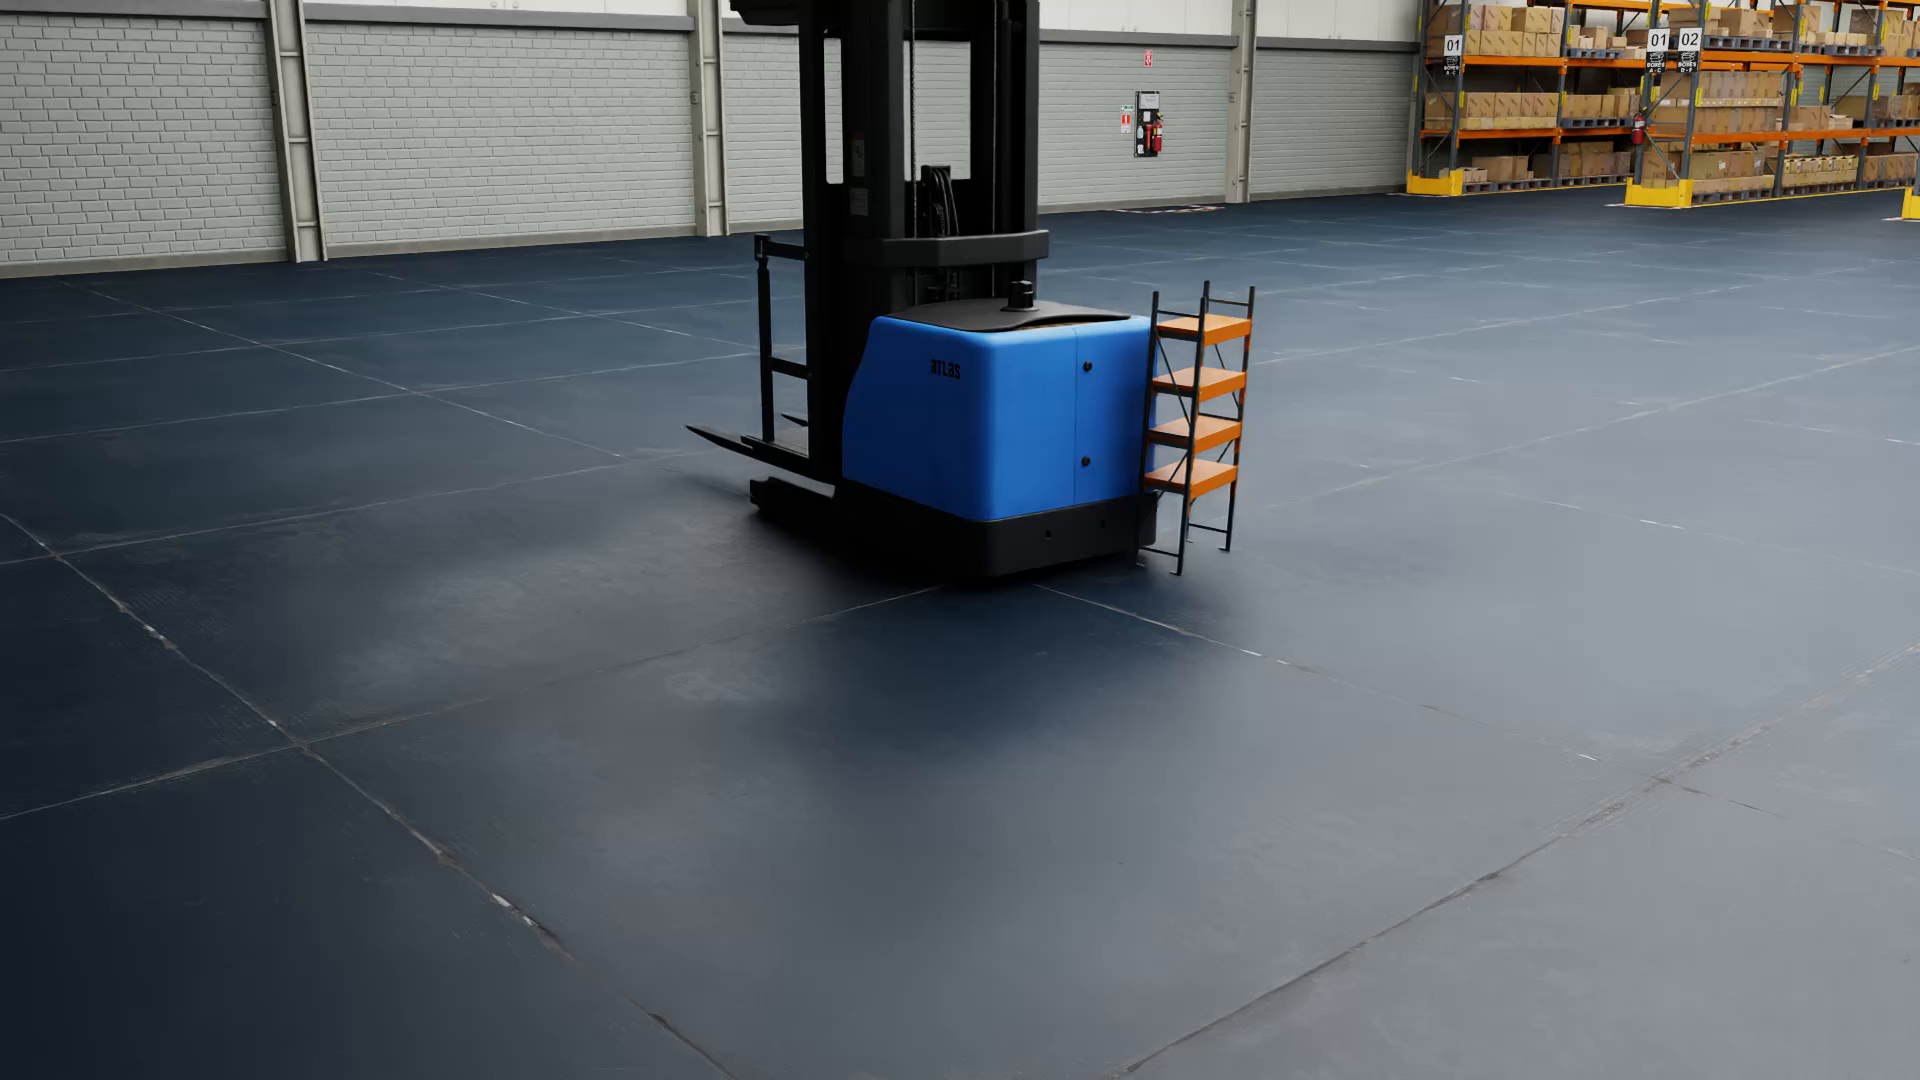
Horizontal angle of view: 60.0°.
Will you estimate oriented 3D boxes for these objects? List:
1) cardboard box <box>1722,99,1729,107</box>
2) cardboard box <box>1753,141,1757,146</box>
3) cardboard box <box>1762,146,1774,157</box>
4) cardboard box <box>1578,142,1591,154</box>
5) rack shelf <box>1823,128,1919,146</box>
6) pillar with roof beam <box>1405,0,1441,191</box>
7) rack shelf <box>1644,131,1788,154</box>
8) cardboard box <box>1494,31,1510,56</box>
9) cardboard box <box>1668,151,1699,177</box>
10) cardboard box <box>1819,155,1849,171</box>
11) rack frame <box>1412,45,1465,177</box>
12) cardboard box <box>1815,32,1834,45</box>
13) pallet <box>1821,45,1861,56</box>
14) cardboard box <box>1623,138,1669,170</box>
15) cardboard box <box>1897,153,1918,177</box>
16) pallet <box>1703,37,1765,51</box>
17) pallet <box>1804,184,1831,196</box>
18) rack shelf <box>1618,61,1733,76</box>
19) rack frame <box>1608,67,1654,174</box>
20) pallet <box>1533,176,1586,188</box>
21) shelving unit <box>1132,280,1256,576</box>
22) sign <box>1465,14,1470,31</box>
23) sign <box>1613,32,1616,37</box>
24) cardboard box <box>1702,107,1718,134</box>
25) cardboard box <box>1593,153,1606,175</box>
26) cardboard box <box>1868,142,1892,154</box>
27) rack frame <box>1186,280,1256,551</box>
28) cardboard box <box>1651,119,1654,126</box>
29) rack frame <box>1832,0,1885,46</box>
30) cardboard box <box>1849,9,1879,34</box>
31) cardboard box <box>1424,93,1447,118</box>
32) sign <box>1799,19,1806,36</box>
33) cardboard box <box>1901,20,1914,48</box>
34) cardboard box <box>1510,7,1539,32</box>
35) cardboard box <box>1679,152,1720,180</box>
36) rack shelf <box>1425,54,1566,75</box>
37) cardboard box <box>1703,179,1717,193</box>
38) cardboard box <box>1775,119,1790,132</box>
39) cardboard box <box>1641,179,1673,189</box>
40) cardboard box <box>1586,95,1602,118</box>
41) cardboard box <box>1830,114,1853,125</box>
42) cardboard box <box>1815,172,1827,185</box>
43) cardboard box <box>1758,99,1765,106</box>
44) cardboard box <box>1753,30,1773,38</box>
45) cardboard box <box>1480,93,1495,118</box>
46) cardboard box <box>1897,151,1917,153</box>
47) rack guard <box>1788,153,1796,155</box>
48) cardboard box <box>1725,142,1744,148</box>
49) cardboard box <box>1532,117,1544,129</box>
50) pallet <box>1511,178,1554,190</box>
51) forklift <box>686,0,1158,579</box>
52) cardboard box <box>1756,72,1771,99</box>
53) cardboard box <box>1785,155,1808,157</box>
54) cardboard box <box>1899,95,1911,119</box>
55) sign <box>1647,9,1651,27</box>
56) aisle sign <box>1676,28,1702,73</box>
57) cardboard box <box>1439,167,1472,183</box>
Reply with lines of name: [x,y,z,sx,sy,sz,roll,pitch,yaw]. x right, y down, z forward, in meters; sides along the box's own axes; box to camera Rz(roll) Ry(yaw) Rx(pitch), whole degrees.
cardboard box: [14.414,-8.340,31.711,0.250,0.149,0.380,-14,20,-41]
cardboard box: [20.944,-10.555,44.228,0.250,0.149,0.380,-12,19,-39]
cardboard box: [21.174,-10.225,44.249,0.500,0.500,0.700,-13,20,-40]
cardboard box: [14.226,-9.079,38.467,0.500,0.250,0.500,-13,20,-41]
rack shelf: [20.743,-9.125,37.494,4.000,0.370,1.077,-13,19,-39]
pillar with roof beam: [12.730,-11.090,31.830,0.400,9.000,9.100,-13,19,-39]
rack shelf: [14.707,-7.770,32.421,4.000,0.370,1.077,-13,19,-39]
cardboard box: [11.178,-10.431,34.942,0.500,0.500,0.500,-12,19,-37]
cardboard box: [14.153,-7.337,32.465,0.500,0.500,0.500,-13,19,-39]
cardboard box: [18.612,-8.054,35.515,0.500,0.311,0.500,-13,20,-40]
rack frame: [9.944,-8.743,34.668,0.127,3.000,1.000,-13,19,-39]
cardboard box: [17.699,-10.348,34.342,0.500,0.250,0.500,14,20,42]
pallet: [17.939,-10.170,34.564,1.213,0.211,1.003,-12,19,-37]
cardboard box: [16.620,-9.361,40.335,0.750,0.750,0.750,-13,20,-40]
cardboard box: [21.689,-8.595,38.107,0.500,0.500,0.500,-13,19,-39]
pallet: [14.670,-9.508,31.891,1.213,0.211,1.003,-13,19,-39]
pallet: [17.667,-7.449,35.230,1.213,0.211,1.003,-13,19,-39]
rack shelf: [17.488,-11.538,40.715,4.000,0.370,1.077,-13,19,-39]
rack frame: [15.979,-10.098,39.741,0.127,3.000,1.000,-13,19,-39]
pallet: [13.548,-8.205,38.059,1.213,0.211,1.003,-13,19,-39]
shelving unit: [1.020,-0.497,7.258,0.258,1.200,0.503,13,20,31]
sign: [10.300,-10.508,33.772,0.005,0.325,0.100,-13,19,-39]
sign: [15.621,-11.944,39.687,0.005,0.325,0.100,-13,19,-39]
cardboard box: [13.952,-7.994,31.670,0.500,0.500,0.700,-12,19,-38]
cardboard box: [14.649,-8.816,38.935,0.500,0.500,0.700,-13,20,-40]
cardboard box: [20.972,-8.975,38.076,0.500,0.250,0.500,-13,19,-39]
rack frame: [1.155,-0.549,7.455,0.240,1.200,0.015,13,20,31]
cardboard box: [16.380,-9.997,39.811,0.250,0.149,0.380,-13,20,-40]
rack frame: [19.234,-12.032,35.359,0.127,3.000,1.000,-13,19,-39]
cardboard box: [19.567,-11.187,35.876,0.500,0.500,0.500,-13,19,-39]
cardboard box: [10.160,-9.163,35.041,0.500,0.500,0.500,-13,20,-40]
sign: [16.582,-10.086,32.729,0.005,0.325,0.100,-13,19,-39]
cardboard box: [20.818,-11.263,37.089,0.600,0.600,0.600,-14,20,-41]
cardboard box: [11.968,-11.087,35.463,0.500,0.500,0.500,-14,20,-41]
cardboard box: [14.125,-7.148,31.760,0.500,0.500,0.500,-13,19,-39]
rack shelf: [11.453,-10.183,35.642,4.000,0.370,1.077,-13,19,-39]
cardboard box: [14.124,-6.786,31.858,0.500,0.250,0.500,-13,19,-39]
cardboard box: [16.559,-8.476,33.960,0.500,0.250,0.500,-11,19,-36]
cardboard box: [13.409,-6.802,31.916,0.500,0.250,0.500,-13,19,-39]
cardboard box: [14.270,-9.972,38.222,0.500,0.500,0.700,-10,18,-32]
cardboard box: [18.931,-9.038,35.946,0.500,0.311,0.500,-11,19,-36]
cardboard box: [17.843,-7.612,34.948,0.500,0.250,0.500,-12,19,-38]
cardboard box: [15.570,-8.599,32.681,0.250,0.149,0.380,-13,20,-39]
cardboard box: [15.486,-9.797,32.205,0.250,0.149,0.380,-13,19,-39]
cardboard box: [10.881,-9.146,34.977,0.500,0.500,0.500,-13,19,-39]
cardboard box: [22.495,-8.968,39.504,0.500,0.500,0.500,-13,19,-39]
rack guard: [22.032,-10.249,45.153,0.348,0.500,1.175,-13,19,-39]
cardboard box: [20.006,-10.213,42.946,0.250,0.149,0.380,-12,19,-38]
cardboard box: [12.422,-9.135,36.390,0.500,0.250,0.500,-13,19,-39]
pallet: [12.478,-7.952,37.113,1.213,0.211,1.003,-13,19,-39]
forklift: [-0.385,-1.576,7.970,1.130,2.935,3.031,-10,18,-34]
cardboard box: [15.505,-8.969,32.809,0.500,0.500,0.700,-13,20,-39]
cardboard box: [17.869,-8.071,35.582,0.500,0.311,0.500,-13,20,-41]
cardboard box: [20.959,-9.752,37.437,0.700,0.500,0.500,10,18,33]
sign: [12.853,-9.726,30.973,0.005,0.325,0.100,-13,19,-39]
aisle sign: [13.350,-8.964,30.459,0.004,0.787,0.394,-13,19,-39]
cardboard box: [10.525,-7.756,35.331,0.500,0.311,0.500,13,20,41]
